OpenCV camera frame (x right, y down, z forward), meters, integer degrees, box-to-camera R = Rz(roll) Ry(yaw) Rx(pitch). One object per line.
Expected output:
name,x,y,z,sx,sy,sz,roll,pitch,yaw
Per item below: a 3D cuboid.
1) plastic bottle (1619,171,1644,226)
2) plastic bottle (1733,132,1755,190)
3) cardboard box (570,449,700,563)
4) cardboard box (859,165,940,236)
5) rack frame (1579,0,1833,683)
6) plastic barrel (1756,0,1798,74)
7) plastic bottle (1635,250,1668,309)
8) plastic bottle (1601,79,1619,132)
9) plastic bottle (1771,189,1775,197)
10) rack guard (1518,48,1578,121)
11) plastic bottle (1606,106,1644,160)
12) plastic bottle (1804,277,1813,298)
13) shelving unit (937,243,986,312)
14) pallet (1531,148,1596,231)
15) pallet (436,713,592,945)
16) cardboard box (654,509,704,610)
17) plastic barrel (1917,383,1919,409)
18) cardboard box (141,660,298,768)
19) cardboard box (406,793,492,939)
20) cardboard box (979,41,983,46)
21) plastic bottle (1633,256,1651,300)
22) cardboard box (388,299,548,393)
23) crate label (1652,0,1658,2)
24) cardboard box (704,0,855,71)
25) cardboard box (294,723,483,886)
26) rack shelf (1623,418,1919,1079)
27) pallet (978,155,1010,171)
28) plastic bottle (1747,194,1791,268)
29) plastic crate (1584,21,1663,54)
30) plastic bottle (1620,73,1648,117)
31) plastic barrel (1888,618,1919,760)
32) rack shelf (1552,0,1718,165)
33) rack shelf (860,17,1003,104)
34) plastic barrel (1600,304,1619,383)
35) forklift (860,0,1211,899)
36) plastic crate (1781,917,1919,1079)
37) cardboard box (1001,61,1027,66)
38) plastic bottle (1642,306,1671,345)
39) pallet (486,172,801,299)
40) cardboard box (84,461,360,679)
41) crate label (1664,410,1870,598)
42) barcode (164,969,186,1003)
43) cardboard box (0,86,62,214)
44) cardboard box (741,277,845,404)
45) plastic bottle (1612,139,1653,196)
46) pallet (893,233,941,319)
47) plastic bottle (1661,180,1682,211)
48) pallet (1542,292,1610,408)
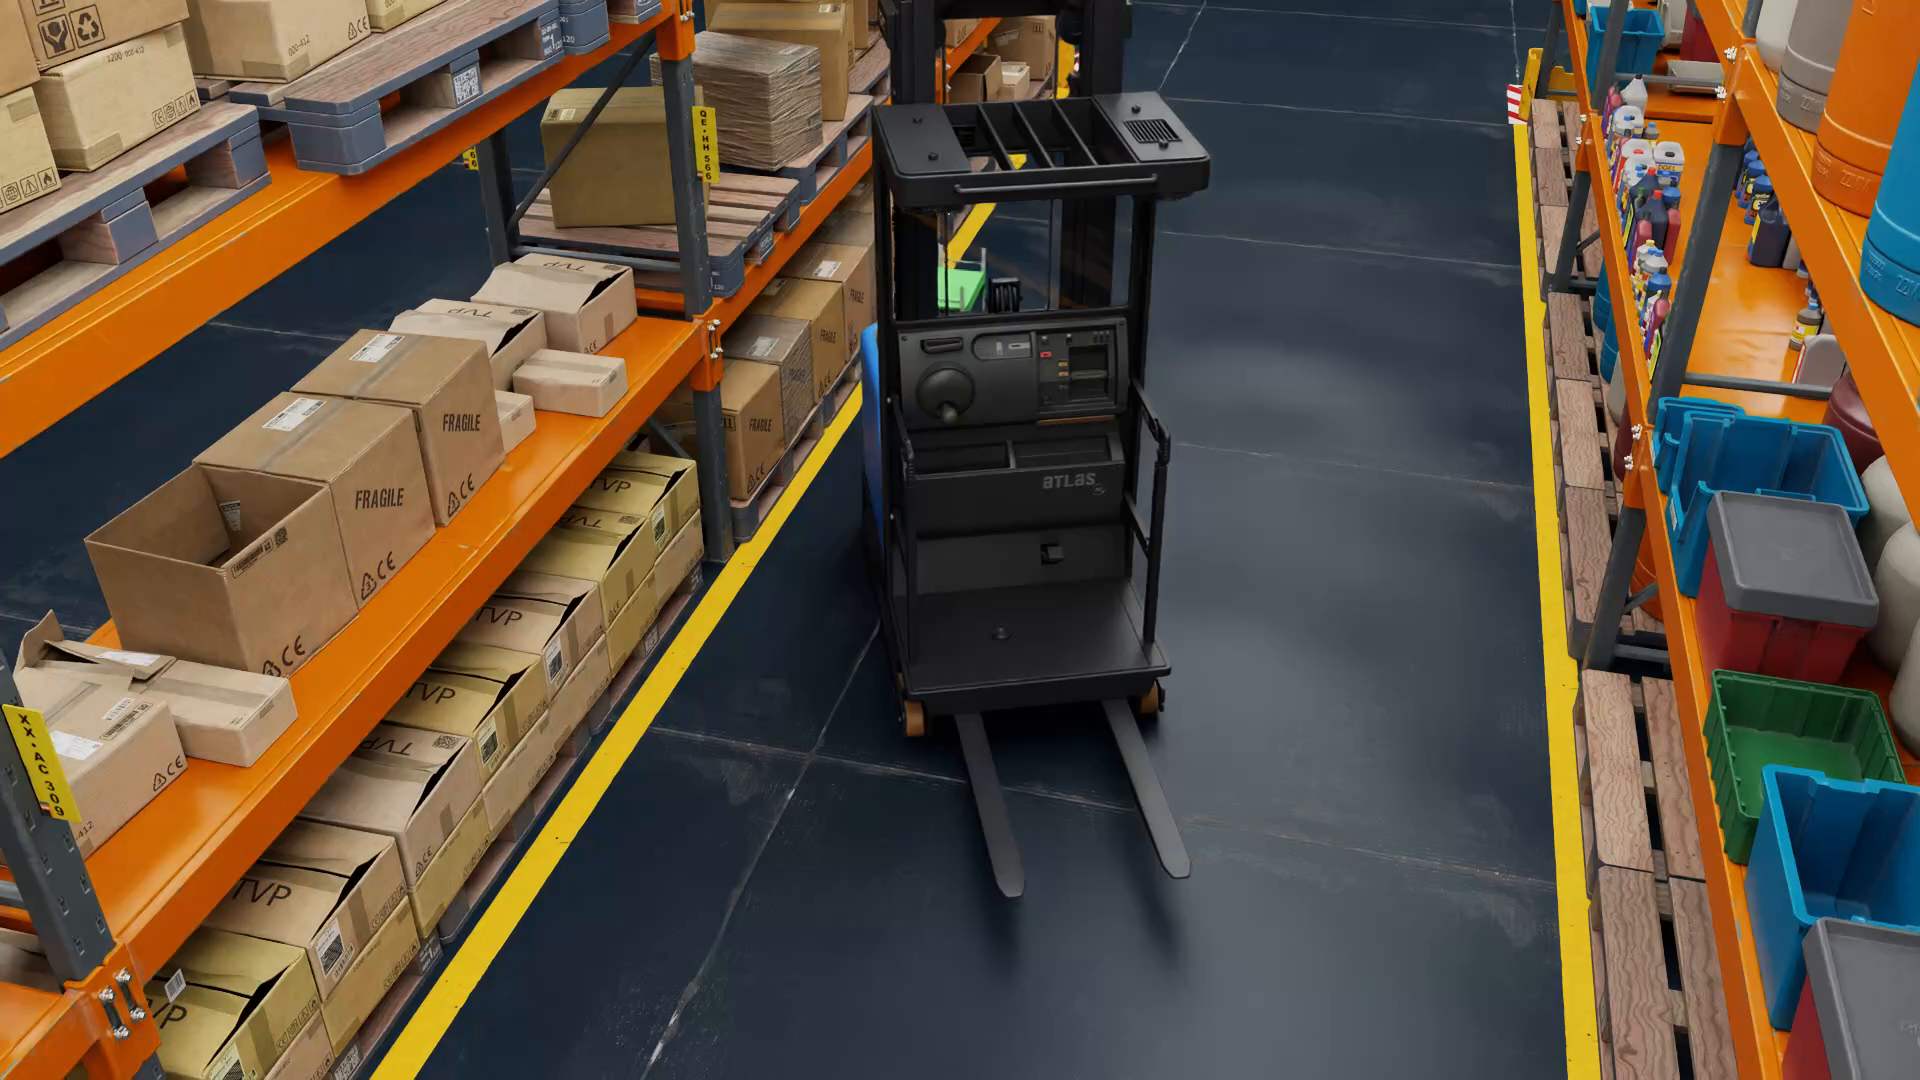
plastic bottle,3.342,-1.691,8.234,0.097,0.271,0.097,0,32,0
plastic bottle,4.099,-2.023,8.682,0.144,0.351,0.185,8,33,12
cardboard box,-1.498,-0.190,7.402,0.500,0.311,0.500,9,34,14
cardboard box,-0.436,-2.153,10.761,0.500,0.500,0.500,8,33,12
rack frame,3.187,-0.566,6.344,1.000,3.000,0.127,8,33,12
plastic barrel,2.812,-1.759,5.321,0.421,0.512,0.421,0,32,0
plastic bottle,3.082,-1.159,7.397,0.097,0.271,0.097,0,32,0
plastic bottle,3.697,-2.460,9.432,0.061,0.283,0.133,8,33,12
plastic bottle,4.101,-1.699,8.242,0.152,0.276,0.135,8,33,12
rack guard,5.211,-3.677,13.567,1.175,0.500,0.348,8,33,12
plastic bottle,3.624,-2.211,9.047,0.152,0.276,0.135,8,33,12
plastic bottle,3.900,-1.228,7.506,0.097,0.271,0.097,0,32,0
shelving unit,-0.044,-0.843,8.458,0.258,1.200,0.503,7,33,10
pallet,4.659,-2.487,11.965,1.003,0.211,1.213,8,33,12
pallet,-2.161,0.988,6.500,1.003,0.211,1.213,8,33,12
cardboard box,-1.501,0.047,7.551,0.500,0.250,0.500,9,33,14
plastic barrel,2.257,-0.600,3.135,0.600,0.901,0.600,0,32,0
cardboard box,-2.195,0.508,4.890,0.380,0.149,0.250,8,33,12
cardboard box,-2.016,1.107,5.884,0.500,0.250,0.500,7,33,11
cardboard box,-0.011,-4.206,14.317,0.380,0.149,0.250,8,33,12
plastic bottle,3.106,-1.180,7.495,0.097,0.201,0.097,0,32,0
cardboard box,-2.017,-0.767,6.743,0.500,0.311,0.500,8,33,12
crate label,5.051,-3.887,11.758,0.396,0.136,0.243,8,33,12
cardboard box,-1.038,-2.956,9.620,0.700,0.500,0.500,13,35,20
cardboard box,-2.010,0.872,5.732,0.500,0.311,0.500,7,33,11
rack shelf,2.680,0.776,4.904,1.077,0.370,4.000,8,33,12
pallet,-0.105,-3.132,12.981,1.003,0.211,1.213,8,33,12
plastic bottle,3.825,-1.478,7.825,0.144,0.351,0.185,8,33,12
plastic crate,4.227,-3.168,10.638,0.437,0.125,0.590,8,33,12
plastic bottle,3.789,-2.461,9.371,0.144,0.351,0.185,8,33,12
plastic barrel,2.923,0.381,4.728,0.433,0.535,0.433,0,32,0
rack shelf,4.710,-3.376,11.435,1.077,0.370,4.000,8,33,12
rack shelf,-0.080,-4.052,12.499,1.077,0.370,4.000,8,33,12
plastic barrel,3.868,-1.286,9.041,0.600,0.901,0.708,8,33,12
forklift,0.254,-0.619,6.492,1.130,2.935,3.031,-5,33,-8
plastic crate,1.999,1.190,3.522,0.402,0.464,0.583,8,33,12
cardboard box,0.338,-3.870,13.772,0.380,0.166,0.250,8,33,12
plastic bottle,2.983,-0.927,7.097,0.097,0.201,0.097,0,32,0
pallet,-1.499,-1.522,8.028,1.213,0.211,1.003,8,33,12
cardboard box,-2.274,0.122,5.169,0.500,0.500,0.500,10,34,16
crate label,2.674,-0.102,5.581,0.502,0.435,0.616,8,33,12
barcode,-2.151,1.222,4.557,0.001,0.075,0.075,8,33,12
cardboard box,-2.452,-0.865,3.766,0.500,0.250,0.500,11,34,17
cardboard box,-0.951,-1.102,9.108,0.500,0.500,0.500,8,33,12
plastic bottle,3.481,-1.920,8.590,0.152,0.276,0.135,8,33,12
pallet,-0.758,-1.714,10.749,1.003,0.211,1.213,8,33,12
plastic bottle,3.457,-1.621,8.124,0.097,0.271,0.097,0,32,0
pallet,3.966,-1.070,9.736,1.003,0.211,1.213,8,33,12
